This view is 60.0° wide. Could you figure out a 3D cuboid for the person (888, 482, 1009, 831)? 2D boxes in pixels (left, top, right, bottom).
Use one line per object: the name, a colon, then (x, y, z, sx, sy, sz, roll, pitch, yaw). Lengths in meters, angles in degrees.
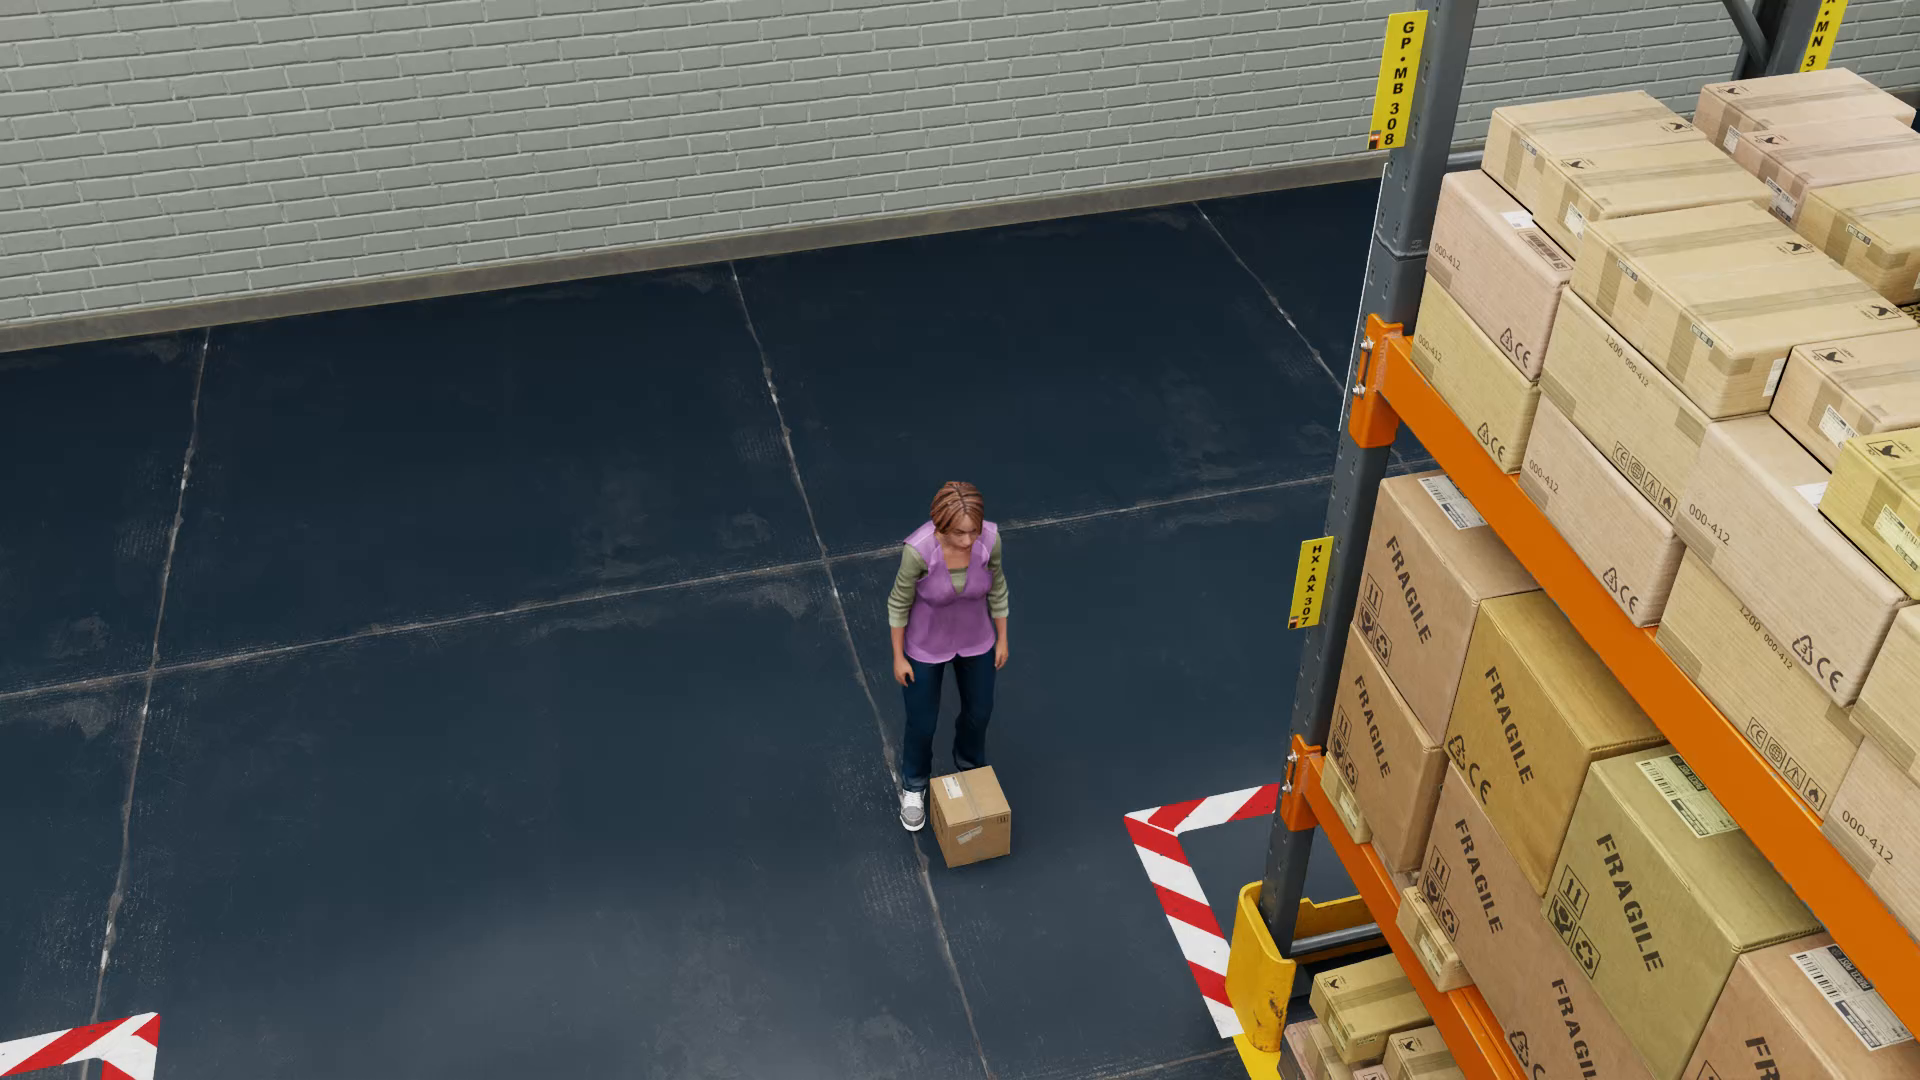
person: (-0.036, 0.407, 6.214, 0.466, 1.593, 0.346, -11, 40, -14)
